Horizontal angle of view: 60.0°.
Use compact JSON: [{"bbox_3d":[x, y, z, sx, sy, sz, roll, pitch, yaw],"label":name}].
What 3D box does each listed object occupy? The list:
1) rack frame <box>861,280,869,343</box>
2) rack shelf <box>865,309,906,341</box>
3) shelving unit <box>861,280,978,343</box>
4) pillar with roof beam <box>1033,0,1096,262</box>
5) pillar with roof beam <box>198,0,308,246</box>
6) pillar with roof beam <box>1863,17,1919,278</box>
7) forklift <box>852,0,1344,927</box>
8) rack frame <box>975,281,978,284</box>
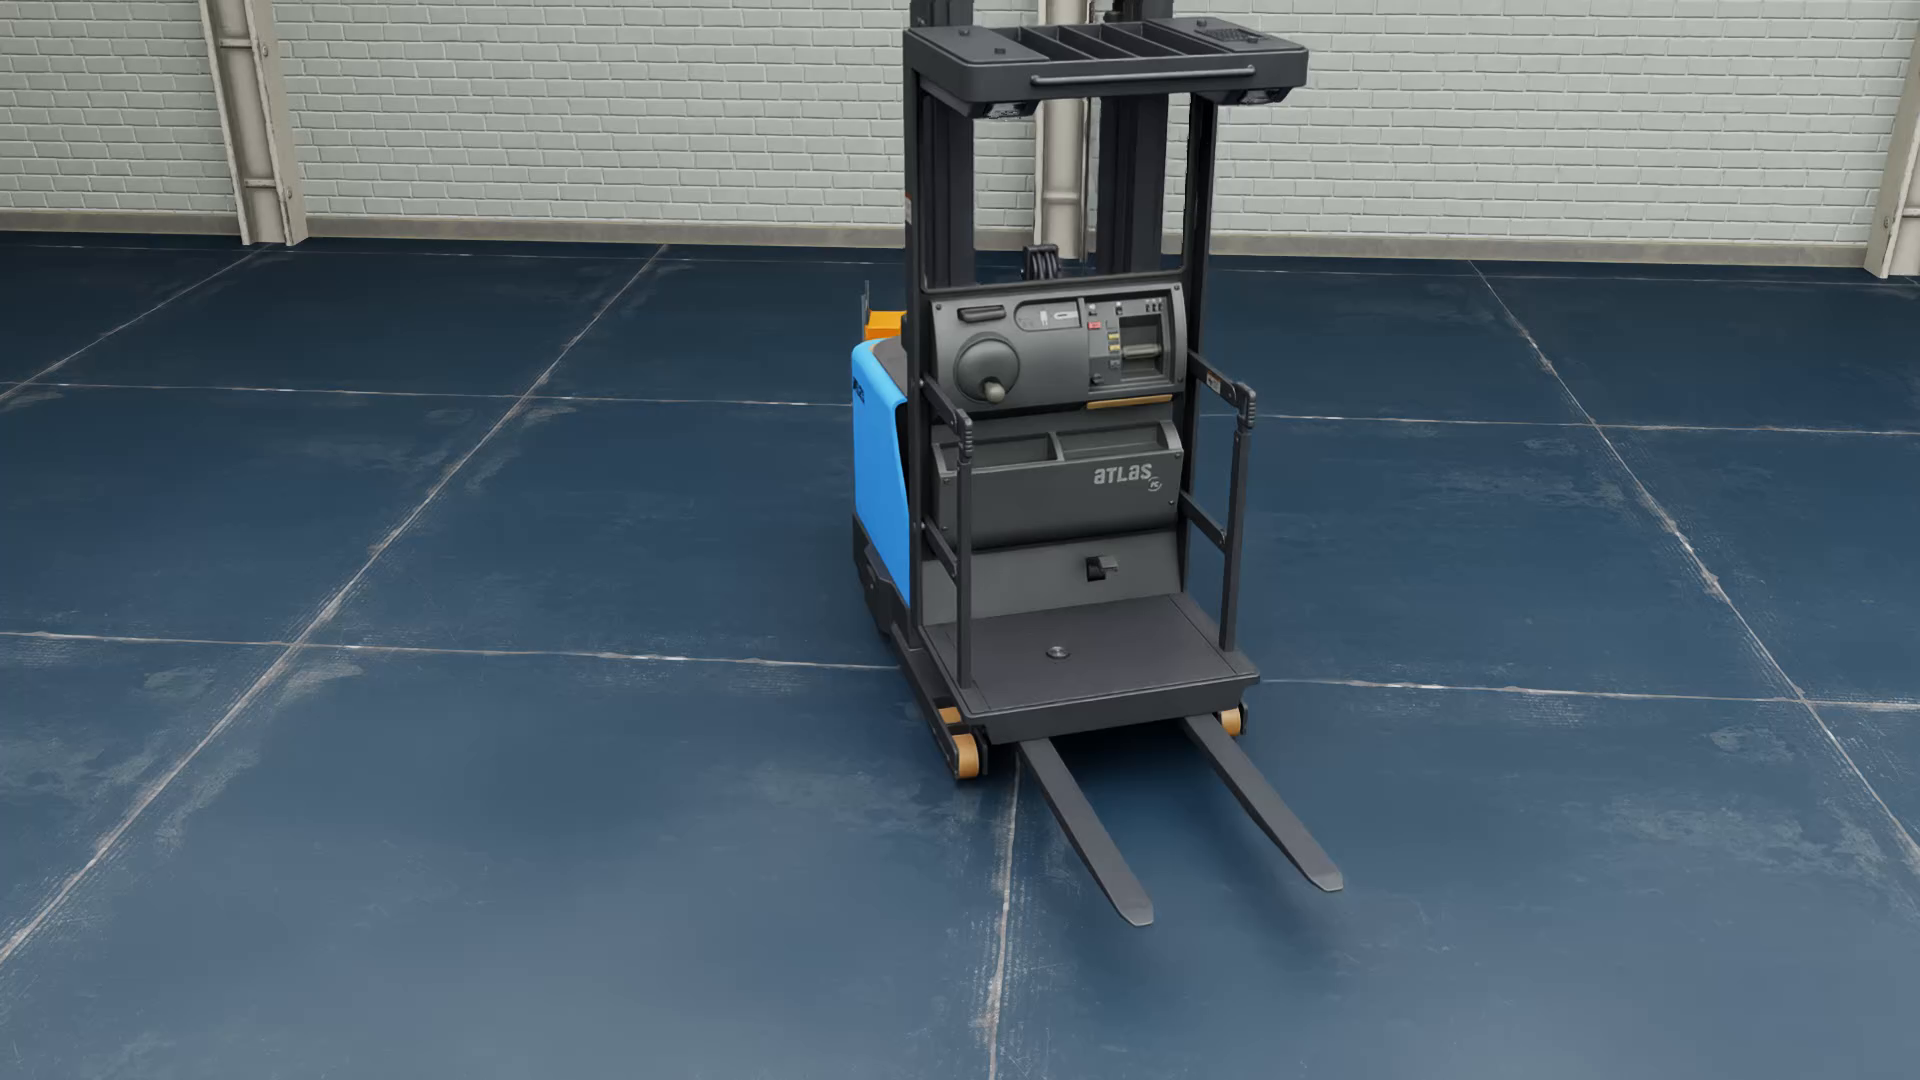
[{"bbox_3d":[-0.416,-0.559,7.528,0.015,1.200,0.240,1,25,1],"label":"rack frame"},{"bbox_3d":[-0.172,-0.913,7.359,0.480,0.148,0.258,1,25,1],"label":"rack shelf"},{"bbox_3d":[-0.172,-0.556,7.524,0.503,1.200,0.258,1,25,1],"label":"shelving unit"},{"bbox_3d":[0.414,-4.401,6.549,0.400,9.000,9.100,2,25,4],"label":"pillar with roof beam"},{"bbox_3d":[-5.568,-4.593,6.966,0.400,9.000,9.100,2,25,4],"label":"pillar with roof beam"},{"bbox_3d":[6.396,-4.209,6.132,0.400,9.000,9.100,2,25,4],"label":"pillar with roof beam"},{"bbox_3d":[0.417,-0.662,5.682,1.130,2.935,3.031,-7,26,-14],"label":"forklift"},{"bbox_3d":[0.072,-0.554,7.519,0.015,1.200,0.240,1,25,1],"label":"rack frame"}]
